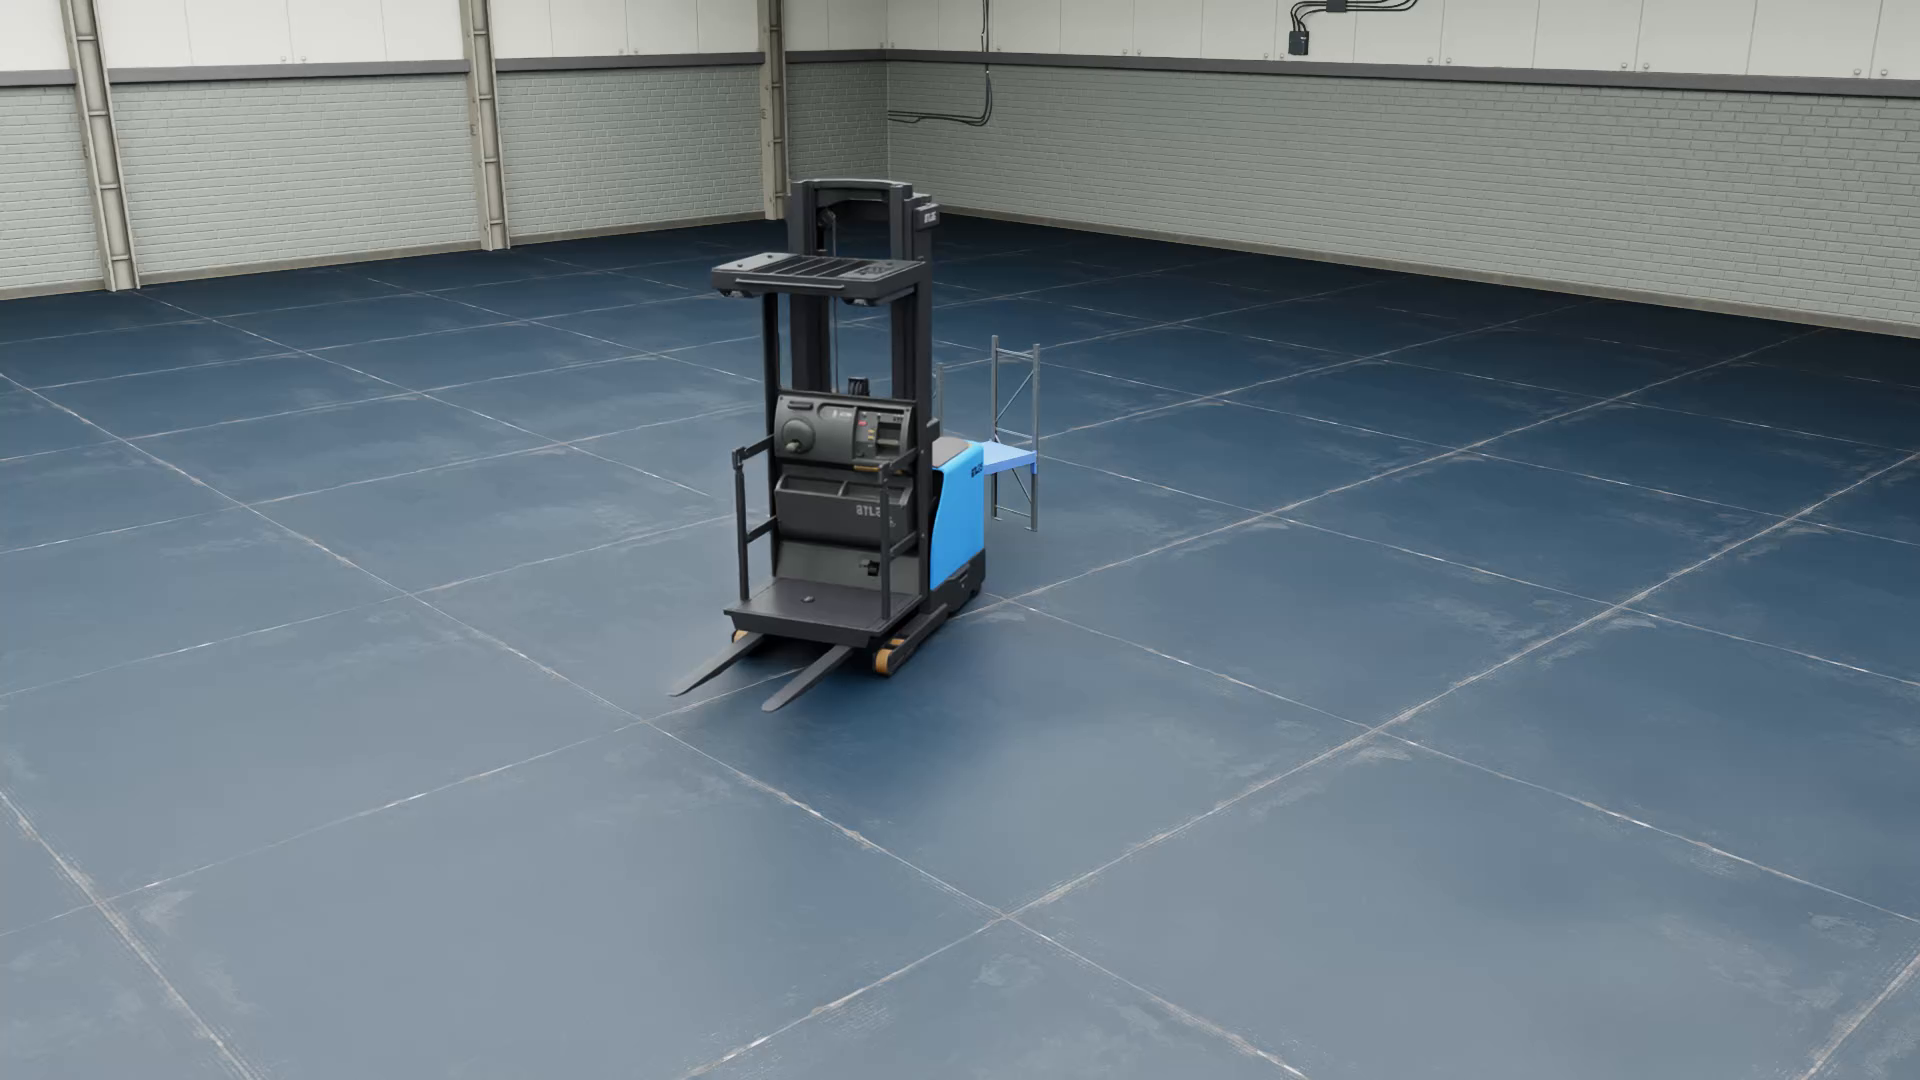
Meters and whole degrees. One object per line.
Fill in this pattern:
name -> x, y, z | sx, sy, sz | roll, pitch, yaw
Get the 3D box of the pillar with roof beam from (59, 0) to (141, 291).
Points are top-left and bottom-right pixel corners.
pillar with roof beam -> -9.294, -6.997, 19.975 | 0.400, 9.000, 9.100 | -16, 24, -41

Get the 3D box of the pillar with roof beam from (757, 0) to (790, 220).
pillar with roof beam -> -0.575, -9.540, 27.818 | 0.400, 9.000, 9.100 | -16, 24, -41

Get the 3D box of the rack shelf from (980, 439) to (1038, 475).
rack shelf -> 0.062, -0.560, 12.865 | 1.000, 0.185, 0.538 | -16, 24, -41

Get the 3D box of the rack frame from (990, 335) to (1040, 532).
rack frame -> 0.431, -0.839, 13.141 | 0.032, 1.500, 0.500 | -16, 24, -41

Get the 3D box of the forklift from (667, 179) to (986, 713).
forklift -> -0.823, -0.694, 10.374 | 1.130, 2.935, 3.031 | 7, 19, 20

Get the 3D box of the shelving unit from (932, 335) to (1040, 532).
shelving unit -> 0.062, -0.732, 12.809 | 1.048, 1.500, 0.538 | -16, 24, -41

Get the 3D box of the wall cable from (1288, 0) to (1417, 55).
wall cable -> 6.027, -10.319, 24.708 | 0.169, 6.003, 2.305 | -16, 24, -41

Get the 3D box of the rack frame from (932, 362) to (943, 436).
rack frame -> -0.307, -0.624, 12.477 | 0.032, 1.500, 0.500 | -16, 24, -41

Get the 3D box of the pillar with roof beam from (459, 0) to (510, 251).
pillar with roof beam -> -4.935, -8.268, 23.896 | 0.400, 9.000, 9.100 | -16, 24, -41

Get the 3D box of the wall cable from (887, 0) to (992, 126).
wall cable -> -0.484, -9.355, 32.283 | 0.112, 2.526, 3.097 | -16, 24, -41
